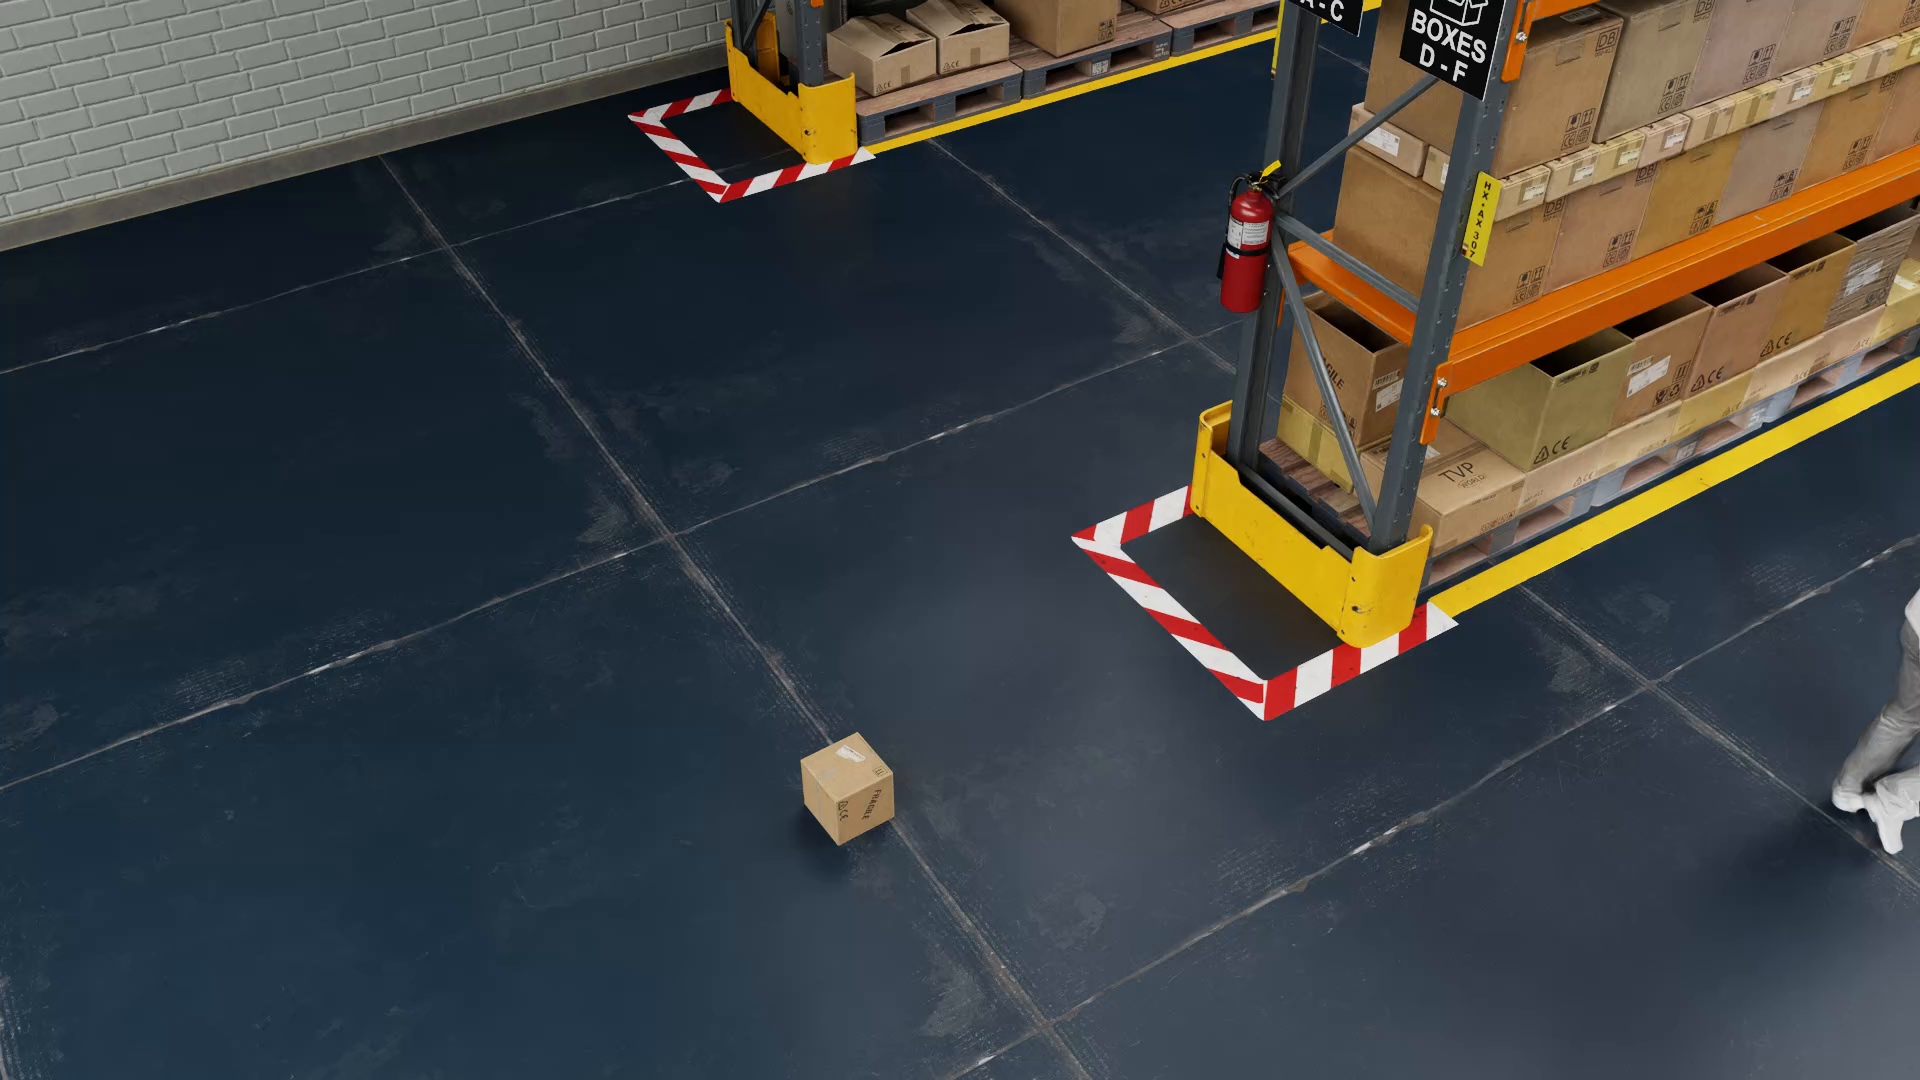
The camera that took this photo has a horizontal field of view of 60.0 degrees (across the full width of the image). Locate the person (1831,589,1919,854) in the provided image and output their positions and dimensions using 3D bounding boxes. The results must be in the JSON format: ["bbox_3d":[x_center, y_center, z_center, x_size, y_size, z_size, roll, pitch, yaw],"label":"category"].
[{"bbox_3d":[3.487,0.361,5.694,0.450,1.795,0.550,-1,41,-1],"label":"person"}]
